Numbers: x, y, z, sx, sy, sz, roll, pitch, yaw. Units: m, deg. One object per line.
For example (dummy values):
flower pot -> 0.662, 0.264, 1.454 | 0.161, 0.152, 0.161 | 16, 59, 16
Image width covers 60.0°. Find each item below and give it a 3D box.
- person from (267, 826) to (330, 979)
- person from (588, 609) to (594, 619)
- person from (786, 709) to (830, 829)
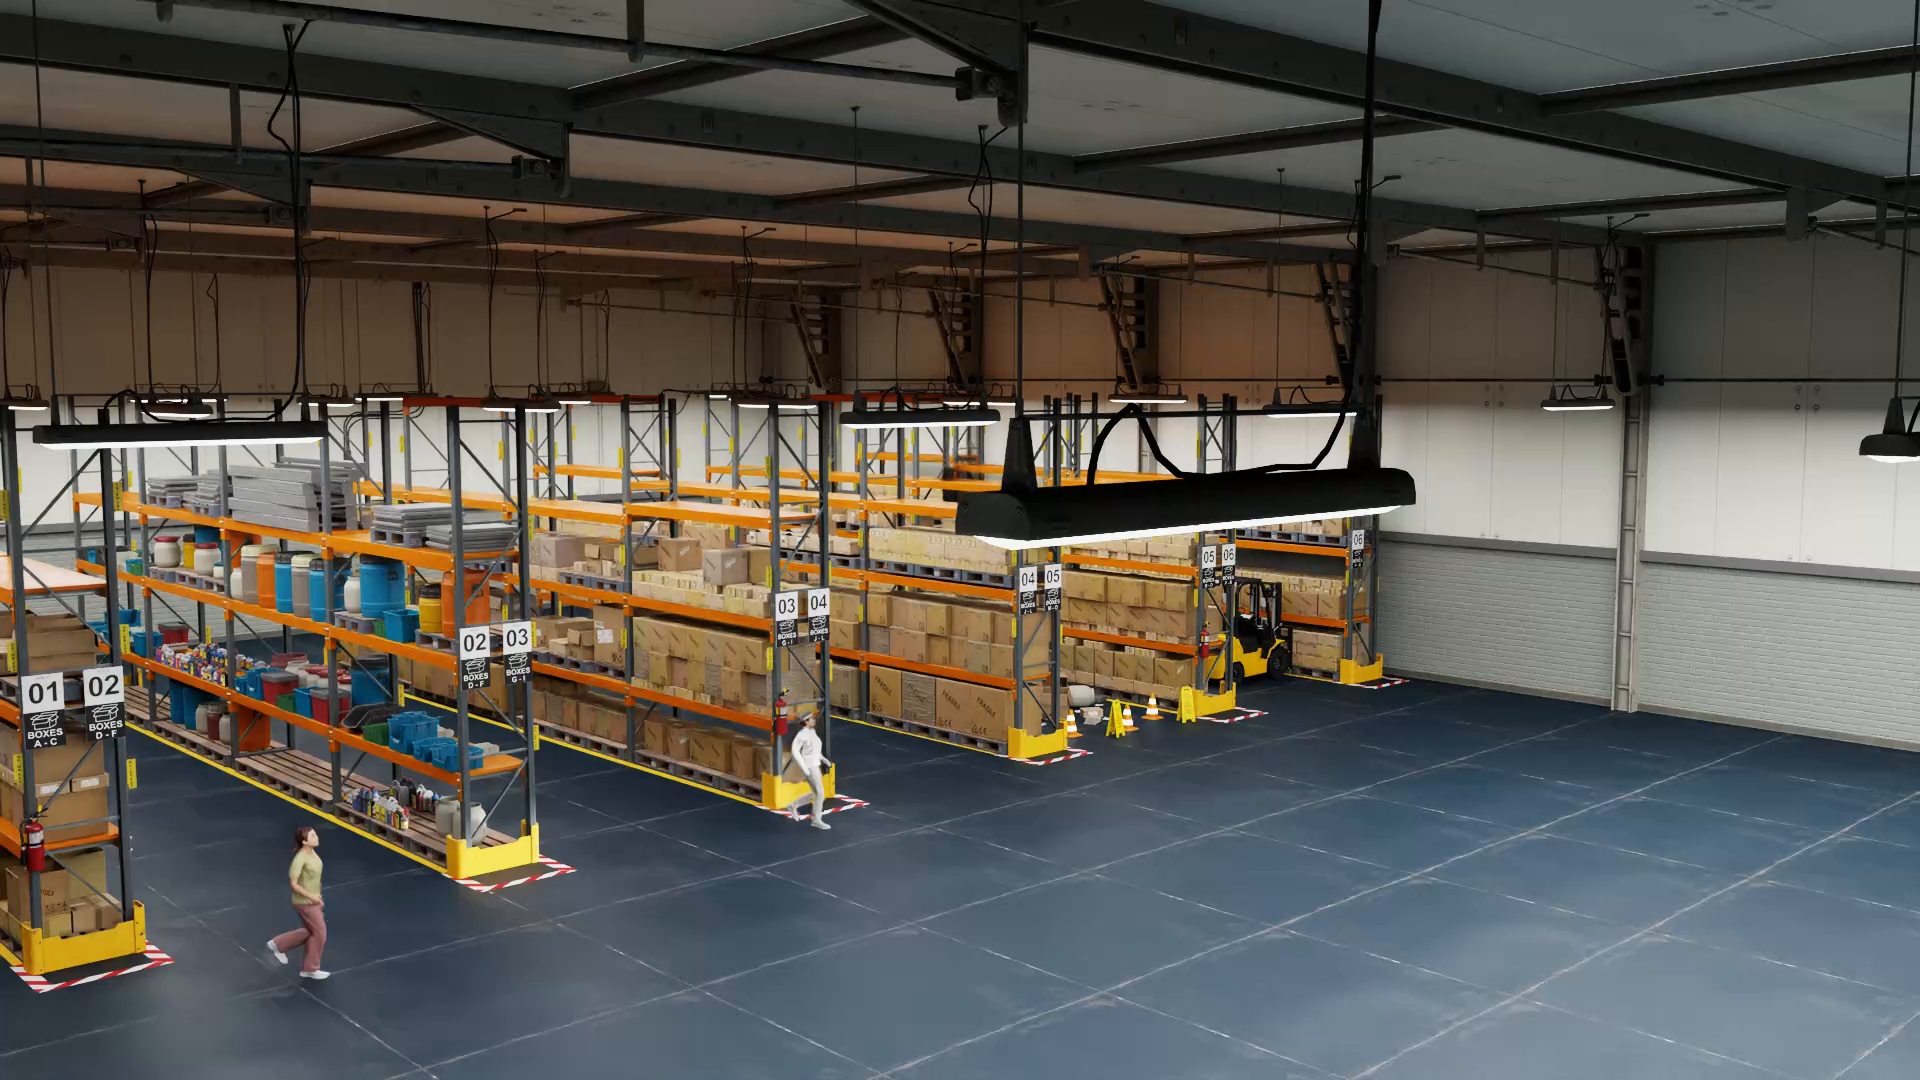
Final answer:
person -> -7.011, 3.827, 17.572 | 0.626, 1.652, 0.586 | -1, 6, -9
person -> -9.126, 1.443, 42.115 | 0.870, 1.678, 0.566 | -4, 7, -35
person -> -2.140, 3.243, 23.591 | 0.660, 1.671, 0.621 | 1, 6, 12
